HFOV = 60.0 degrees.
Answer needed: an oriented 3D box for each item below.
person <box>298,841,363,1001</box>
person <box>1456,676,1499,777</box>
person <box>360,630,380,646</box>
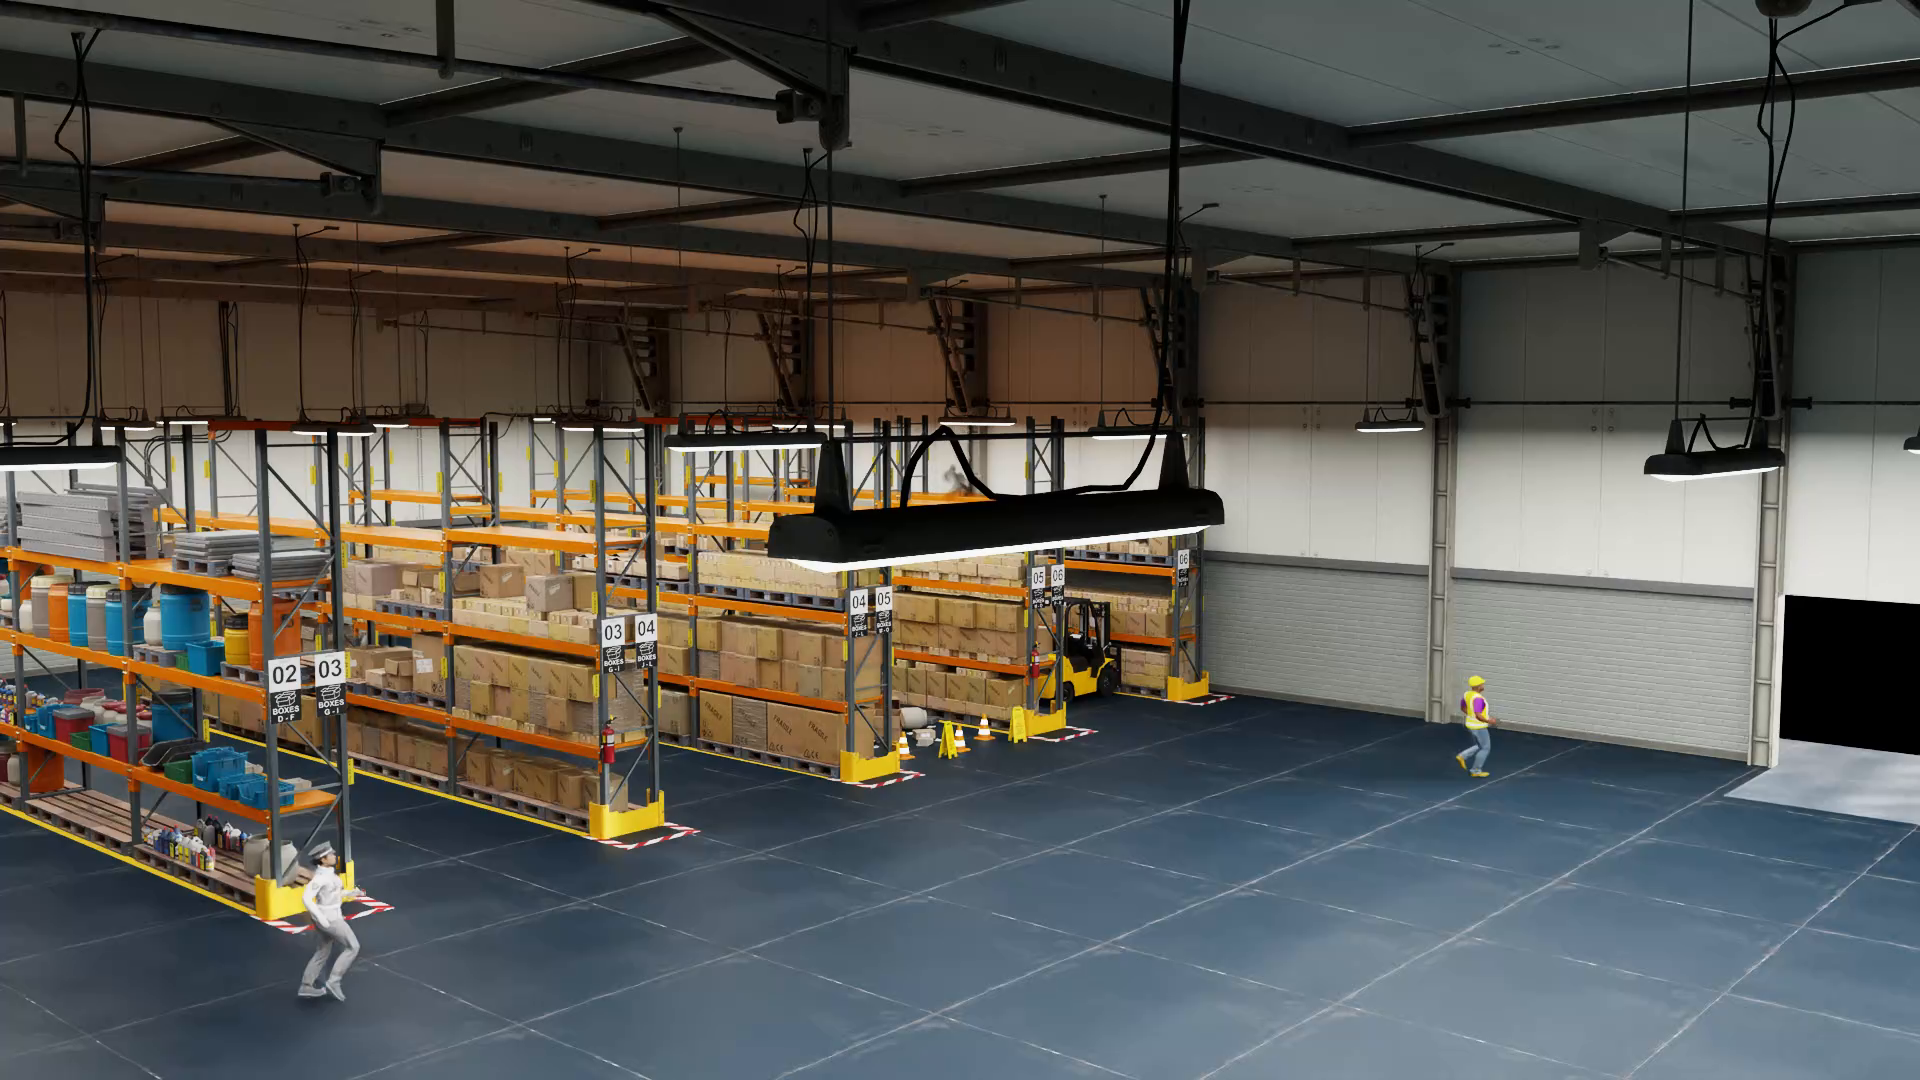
[{"bbox_3d":[-6.658,4.028,17.583,0.683,1.712,0.585,-2,5,-25],"label":"person"},{"bbox_3d":[8.710,3.142,28.041,0.605,1.718,0.696,0,5,-2],"label":"person"},{"bbox_3d":[-14.123,2.171,39.823,0.653,1.692,0.723,0,5,-6],"label":"person"}]
